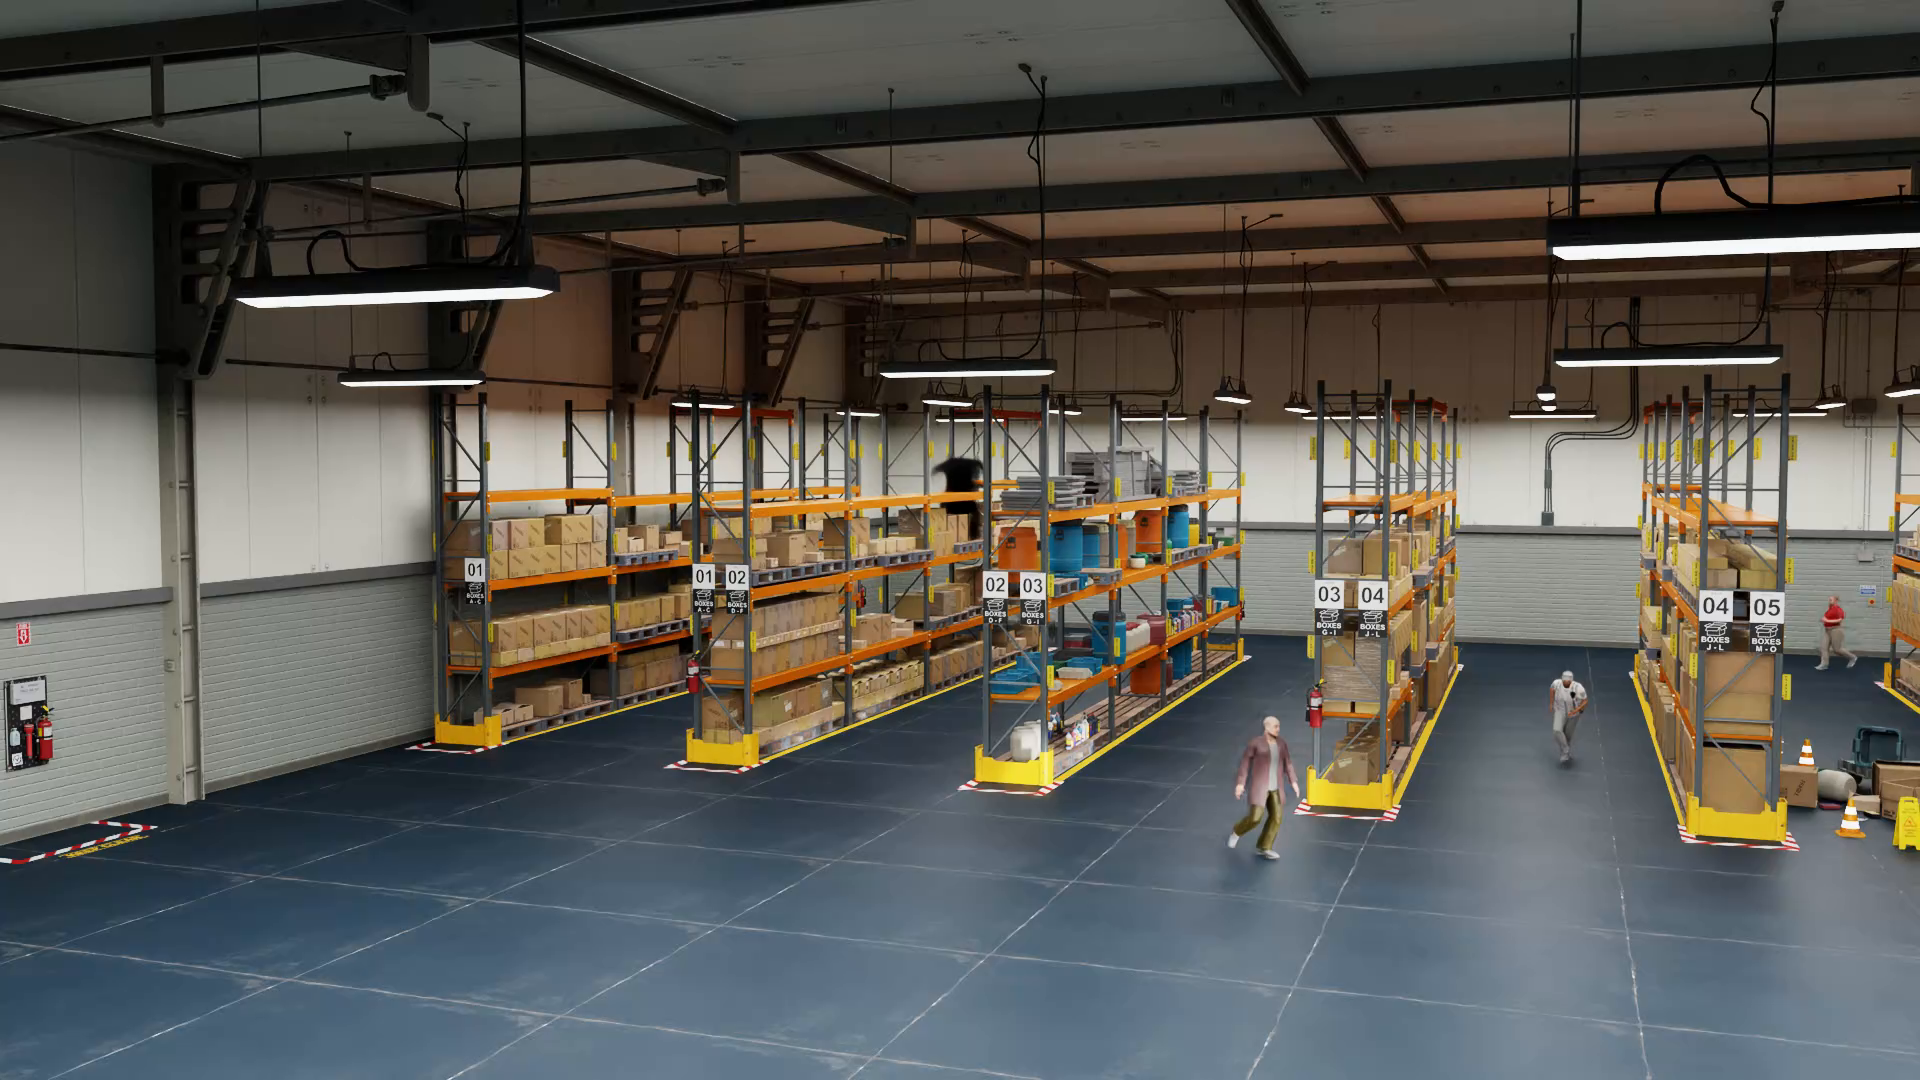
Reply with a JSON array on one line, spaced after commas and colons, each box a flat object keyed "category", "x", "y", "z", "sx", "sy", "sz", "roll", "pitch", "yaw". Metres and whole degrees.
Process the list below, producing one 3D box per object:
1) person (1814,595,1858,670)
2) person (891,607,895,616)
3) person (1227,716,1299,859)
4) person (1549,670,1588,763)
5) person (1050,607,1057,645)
[{"category": "person", "x": 19.929, "y": 2.151, "z": 37.874, "sx": 0.913, "sy": 1.630, "sz": 0.664, "roll": 0, "pitch": 3, "yaw": 0}, {"category": "person", "x": -1.316, "y": 2.085, "z": 38.720, "sx": 0.692, "sy": 1.724, "sz": 0.679, "roll": 1, "pitch": 3, "yaw": 23}, {"category": "person", "x": 3.724, "y": 3.030, "z": 20.528, "sx": 0.753, "sy": 1.751, "sz": 0.717, "roll": -1, "pitch": 3, "yaw": -21}, {"category": "person", "x": 9.903, "y": 2.819, "z": 27.065, "sx": 0.587, "sy": 1.501, "sz": 1.118, "roll": 1, "pitch": 3, "yaw": 25}, {"category": "person", "x": 2.289, "y": 1.871, "z": 43.290, "sx": 0.551, "sy": 1.714, "sz": 0.848, "roll": -1, "pitch": 3, "yaw": -20}]
